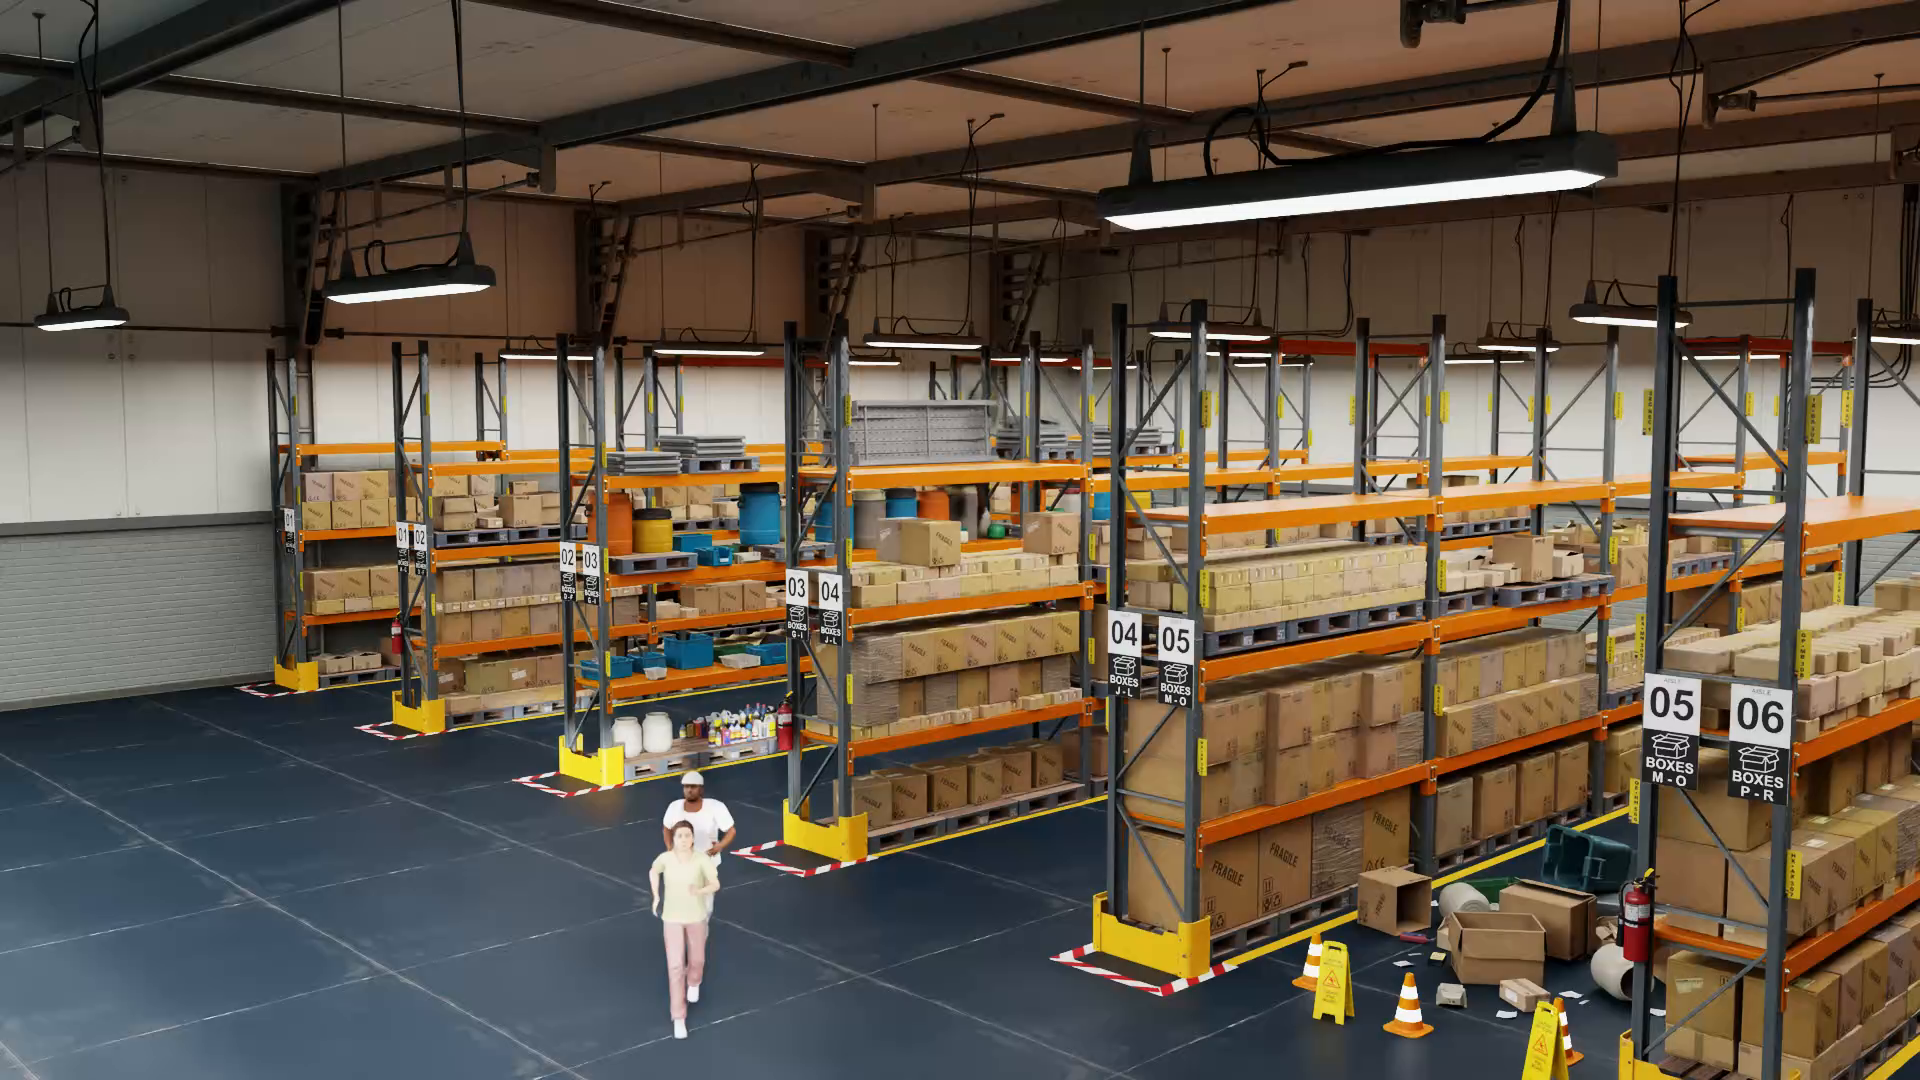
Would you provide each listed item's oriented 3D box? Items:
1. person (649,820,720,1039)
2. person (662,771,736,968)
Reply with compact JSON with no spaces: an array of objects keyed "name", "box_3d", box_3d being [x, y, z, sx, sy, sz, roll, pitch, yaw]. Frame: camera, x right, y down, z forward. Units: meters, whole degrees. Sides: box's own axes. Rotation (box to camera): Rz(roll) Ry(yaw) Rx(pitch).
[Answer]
[{"name":"person","box_3d":[-2.259,3.122,13.673,0.571,1.657,0.968,-1,5,-10]},{"name":"person","box_3d":[-2.397,2.979,15.237,0.690,1.766,0.844,0,5,-2]}]
